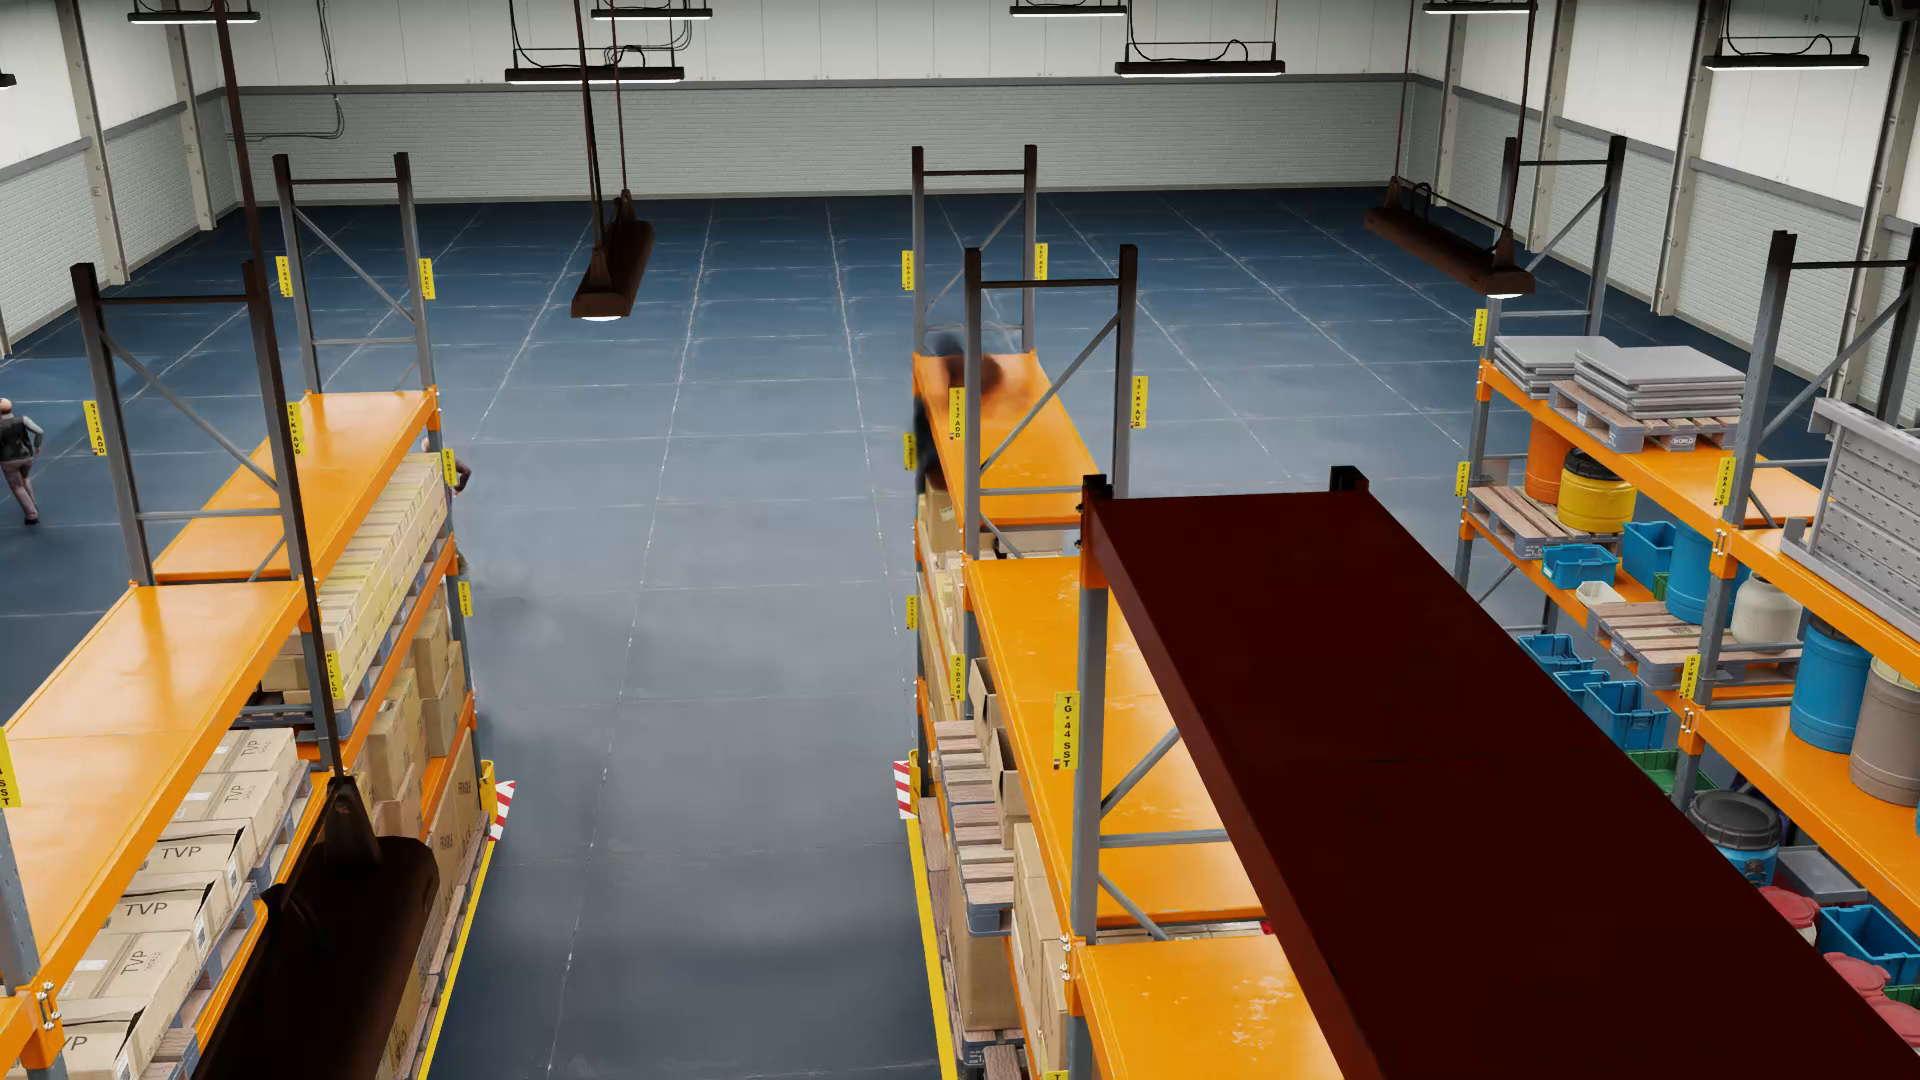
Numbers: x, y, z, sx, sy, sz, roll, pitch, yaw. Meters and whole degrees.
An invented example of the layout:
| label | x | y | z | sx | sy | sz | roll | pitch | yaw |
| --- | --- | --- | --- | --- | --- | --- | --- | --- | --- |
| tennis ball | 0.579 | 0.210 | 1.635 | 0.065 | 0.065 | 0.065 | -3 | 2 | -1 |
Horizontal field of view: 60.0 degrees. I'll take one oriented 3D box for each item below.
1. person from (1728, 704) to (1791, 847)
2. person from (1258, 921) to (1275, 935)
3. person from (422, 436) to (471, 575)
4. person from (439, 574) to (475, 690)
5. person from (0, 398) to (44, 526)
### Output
| label | x | y | z | sx | sy | sz | roll | pitch | yaw |
| --- | --- | --- | --- | --- | --- | --- | --- | --- | --- |
| person | 6.910 | 2.024 | 14.257 | 0.602 | 1.670 | 0.886 | -8 | 23 | -19 |
| person | 2.110 | 3.124 | 11.447 | 0.631 | 1.798 | 0.754 | -6 | 22 | -14 |
| person | -6.318 | -0.385 | 20.167 | 0.908 | 1.829 | 0.678 | 11 | 24 | 25 |
| person | -5.399 | 0.893 | 17.085 | 0.908 | 1.713 | 0.633 | 15 | 26 | 34 |
| person | -12.407 | -1.012 | 21.881 | 0.752 | 1.780 | 0.624 | 15 | 26 | 33 |
